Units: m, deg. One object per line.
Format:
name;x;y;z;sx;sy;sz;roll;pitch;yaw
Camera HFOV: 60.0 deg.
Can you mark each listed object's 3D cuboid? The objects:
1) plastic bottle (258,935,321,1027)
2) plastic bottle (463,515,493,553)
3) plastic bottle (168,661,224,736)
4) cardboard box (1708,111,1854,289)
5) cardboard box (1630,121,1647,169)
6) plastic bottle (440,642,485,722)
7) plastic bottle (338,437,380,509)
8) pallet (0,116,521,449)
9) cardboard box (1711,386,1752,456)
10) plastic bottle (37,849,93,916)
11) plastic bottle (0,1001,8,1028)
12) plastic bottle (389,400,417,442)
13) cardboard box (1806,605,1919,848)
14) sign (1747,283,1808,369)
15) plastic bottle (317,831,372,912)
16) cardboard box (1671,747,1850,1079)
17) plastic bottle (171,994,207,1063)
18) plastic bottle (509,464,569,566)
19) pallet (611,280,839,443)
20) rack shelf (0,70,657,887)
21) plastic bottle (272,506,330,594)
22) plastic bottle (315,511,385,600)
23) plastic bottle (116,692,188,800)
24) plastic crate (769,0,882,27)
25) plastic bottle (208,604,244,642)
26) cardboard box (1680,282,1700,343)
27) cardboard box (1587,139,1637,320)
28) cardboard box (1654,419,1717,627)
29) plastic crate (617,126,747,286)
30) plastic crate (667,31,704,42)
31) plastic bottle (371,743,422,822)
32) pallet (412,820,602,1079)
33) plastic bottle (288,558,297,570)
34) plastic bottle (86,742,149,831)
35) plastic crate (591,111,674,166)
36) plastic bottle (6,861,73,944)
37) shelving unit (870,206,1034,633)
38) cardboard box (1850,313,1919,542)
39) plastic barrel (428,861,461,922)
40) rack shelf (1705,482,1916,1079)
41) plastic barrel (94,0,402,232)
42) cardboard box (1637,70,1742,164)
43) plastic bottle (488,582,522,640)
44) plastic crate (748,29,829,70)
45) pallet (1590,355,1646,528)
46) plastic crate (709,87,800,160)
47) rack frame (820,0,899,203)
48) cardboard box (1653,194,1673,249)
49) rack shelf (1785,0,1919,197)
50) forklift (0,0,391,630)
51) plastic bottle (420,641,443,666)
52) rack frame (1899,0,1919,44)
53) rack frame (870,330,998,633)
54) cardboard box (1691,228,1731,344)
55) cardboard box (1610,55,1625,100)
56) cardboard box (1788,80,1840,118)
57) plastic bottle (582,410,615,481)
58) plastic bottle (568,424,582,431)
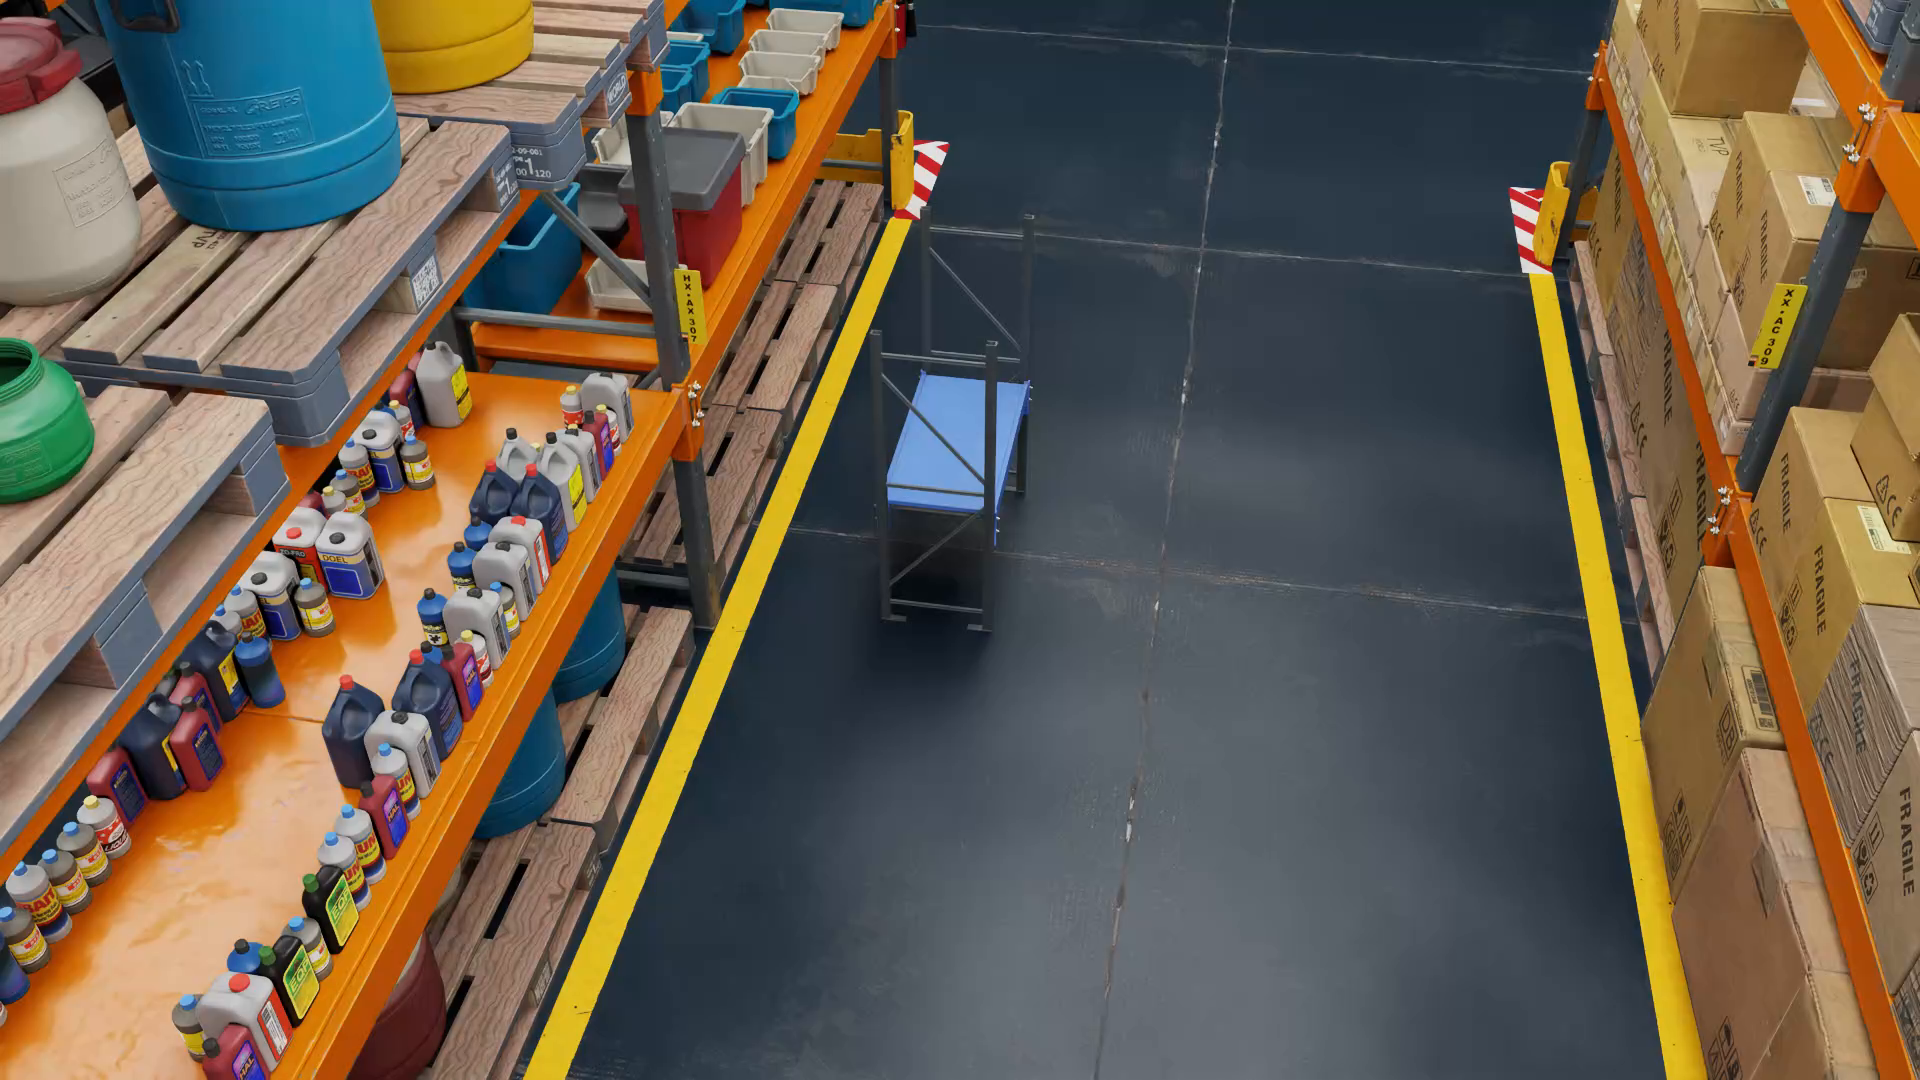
plastic bottle;-1.719;1.107;4.246;0.061;0.283;0.133;6;40;8
plastic bottle;-1.595;0.033;5.554;0.097;0.271;0.097;0;40;0
plastic bottle;-2.298;0.501;4.979;0.061;0.283;0.133;6;40;8
cardboard box;3.217;-1.275;6.330;0.500;0.500;0.500;7;40;8
cardboard box;3.440;-1.879;7.963;0.380;0.149;0.250;6;40;7
plastic bottle;-1.527;0.411;5.088;0.061;0.283;0.133;6;40;8
plastic bottle;-2.134;-0.246;5.891;0.097;0.271;0.097;0;40;0
pallet;-1.801;-0.712;4.148;1.003;0.211;1.213;6;40;8
cardboard box;3.040;-0.428;6.207;0.380;0.149;0.250;7;40;8
plastic bottle;-2.449;0.922;4.533;0.097;0.201;0.097;0;40;0
plastic bottle;-2.516;1.167;4.238;0.097;0.201;0.097;0;40;0
plastic bottle;-2.077;-0.425;6.163;0.097;0.201;0.097;0;40;0
cardboard box;2.811;0.555;4.743;0.500;0.500;0.500;6;40;7
sign;2.763;-0.721;5.624;0.100;0.325;0.005;6;40;8
plastic bottle;-1.677;0.892;4.515;0.097;0.271;0.097;0;40;0
cardboard box;3.065;1.325;5.228;1.225;0.875;0.875;5;40;6
plastic bottle;-1.913;1.215;4.179;0.097;0.201;0.097;0;40;0
plastic bottle;-1.437;-0.095;5.647;0.144;0.351;0.185;6;40;8
pallet;-1.271;-1.002;8.893;1.003;0.211;1.213;6;40;8
rack shelf;-1.914;-0.467;4.268;1.077;0.370;4.000;6;40;8
plastic bottle;-2.184;0.034;5.549;0.152;0.276;0.135;6;40;8
plastic bottle;-2.034;0.051;5.528;0.152;0.276;0.135;6;40;8
plastic bottle;-2.344;0.573;4.839;0.144;0.351;0.185;6;40;8
plastic crate;-0.750;-3.160;9.239;0.616;0.435;0.499;6;40;8
plastic bottle;-2.288;0.312;5.216;0.097;0.271;0.097;0;40;0
cardboard box;3.173;-0.912;6.793;0.380;0.149;0.250;7;40;9
cardboard box;3.970;-1.740;8.935;0.875;0.875;0.875;6;40;8
cardboard box;3.503;-0.045;6.886;0.875;0.875;0.875;6;40;8
plastic crate;-1.167;-1.424;7.117;0.402;0.464;0.583;6;40;8
plastic crate;-1.498;-2.538;8.723;0.250;0.136;0.298;6;40;8
plastic bottle;-1.620;0.686;4.764;0.097;0.271;0.097;0;40;0
pallet;-1.952;1.479;5.892;1.003;0.211;1.213;6;40;8
plastic bottle;-2.231;0.133;5.488;0.097;0.201;0.097;0;40;0
plastic bottle;-2.413;0.694;4.745;0.061;0.283;0.133;6;40;8
plastic crate;-1.563;-1.891;7.939;0.293;0.136;0.466;6;40;8
plastic bottle;-2.466;0.956;4.437;0.097;0.271;0.097;0;40;0
shelving unit;-0.015;-0.524;7.304;0.538;1.500;1.048;6;40;8
cardboard box;3.207;-0.320;5.015;0.797;0.503;0.637;5;40;7
plastic barrel;-1.988;1.082;5.807;0.421;0.512;0.421;0;40;0
rack shelf;2.964;1.235;4.563;1.077;0.370;4.000;6;40;8
plastic barrel;-1.713;-1.266;3.947;0.600;0.901;0.708;6;40;8
cardboard box;3.479;-1.951;7.737;0.500;0.250;0.500;5;40;6
plastic bottle;-1.485;0.222;5.380;0.097;0.201;0.097;0;40;0
plastic crate;-0.903;-2.563;8.753;0.396;0.136;0.243;6;40;8
pallet;3.727;-0.459;8.236;1.003;0.211;1.213;6;40;8
plastic crate;-0.979;-1.995;7.990;0.416;0.233;0.300;6;40;8
rack frame;-0.876;-3.354;9.549;1.000;3.000;0.127;6;40;8
cardboard box;3.307;-1.394;7.376;0.380;0.149;0.250;7;40;8
rack shelf;3.656;-2.431;6.644;1.077;0.370;4.000;6;40;8
forklift;-3.622;-0.979;6.731;1.130;2.935;3.031;11;41;13
plastic bottle;-1.608;0.418;5.088;0.097;0.271;0.097;0;40;0
rack frame;3.310;-2.609;3.940;1.000;3.000;0.127;6;40;8
rack frame;-0.103;-0.205;6.918;0.500;1.500;0.032;6;40;8
cardboard box;3.215;-0.985;6.568;0.500;0.250;0.500;8;40;9
cardboard box;3.573;-2.363;8.548;0.380;0.149;0.250;6;40;7
cardboard box;4.003;-1.893;7.667;0.500;0.250;0.500;5;40;6
plastic bottle;-1.313;-0.365;6.026;0.061;0.283;0.133;6;40;8
plastic bottle;-1.394;-0.331;6.049;0.097;0.201;0.097;0;40;0
